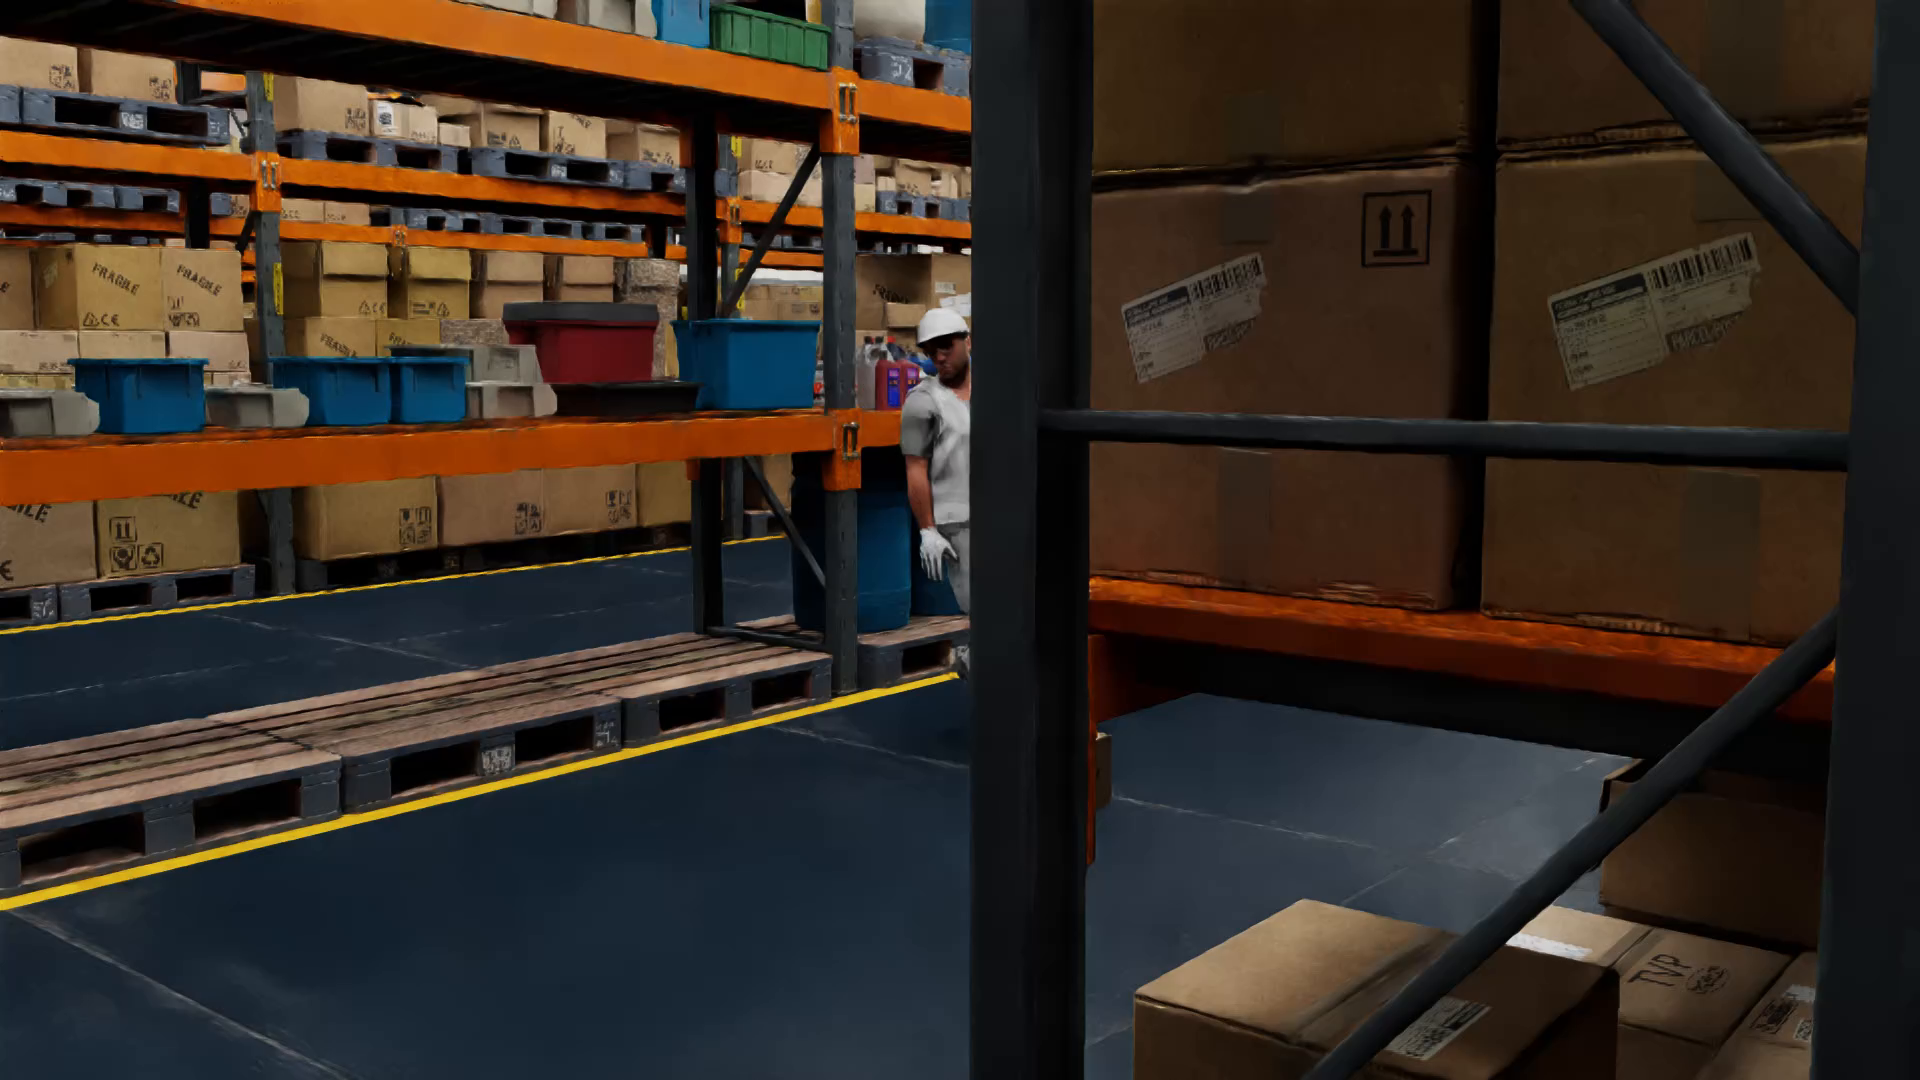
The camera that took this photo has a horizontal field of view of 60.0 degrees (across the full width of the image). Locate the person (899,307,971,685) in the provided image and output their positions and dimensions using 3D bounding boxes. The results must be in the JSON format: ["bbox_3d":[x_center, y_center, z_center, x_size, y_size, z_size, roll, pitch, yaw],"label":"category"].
[{"bbox_3d":[0.071,-0.042,6.649,0.539,1.758,0.603,6,9,43],"label":"person"}]
